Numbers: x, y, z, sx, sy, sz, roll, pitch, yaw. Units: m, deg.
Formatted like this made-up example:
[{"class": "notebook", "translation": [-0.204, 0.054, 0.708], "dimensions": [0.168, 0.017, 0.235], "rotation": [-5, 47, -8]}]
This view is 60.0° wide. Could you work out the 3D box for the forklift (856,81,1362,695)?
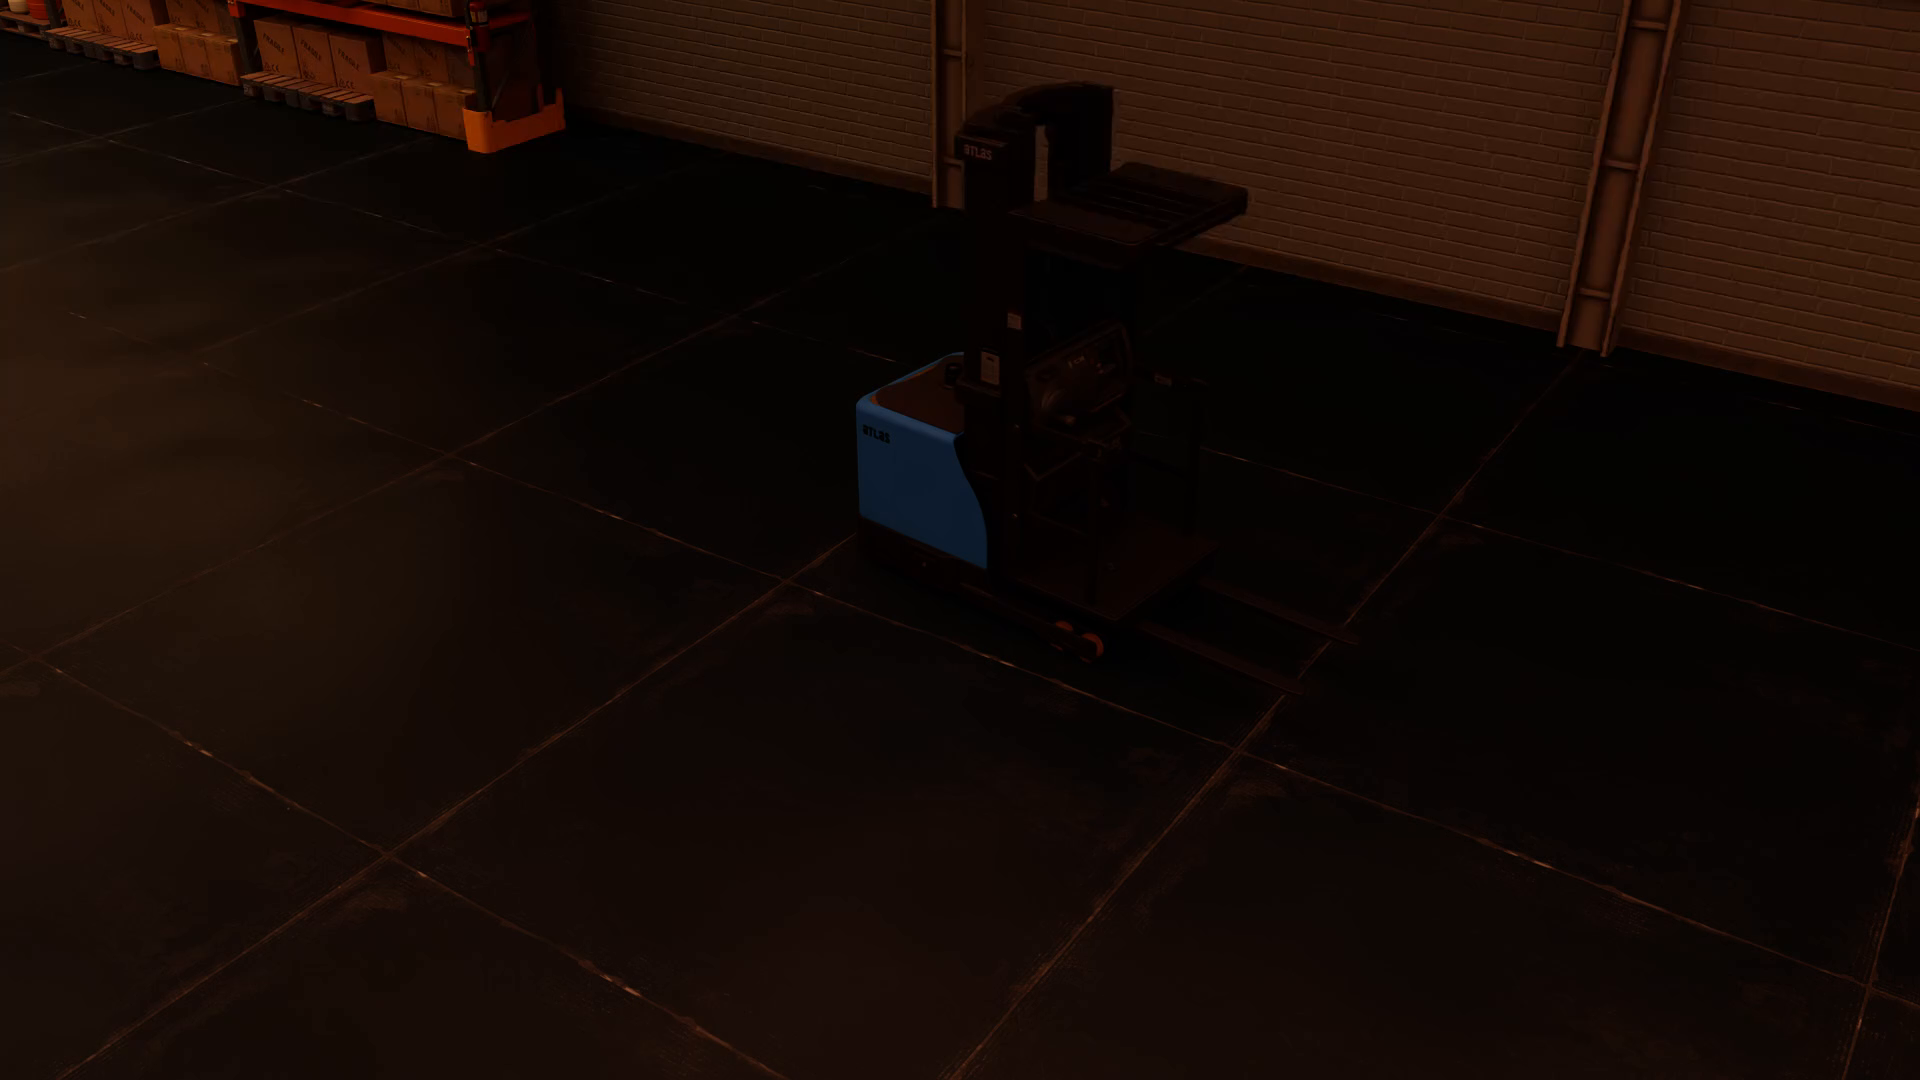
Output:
[{"class": "forklift", "translation": [0.825, -0.881, 9.099], "dimensions": [3.031, 2.935, 1.130], "rotation": [23, 37, 33]}]
